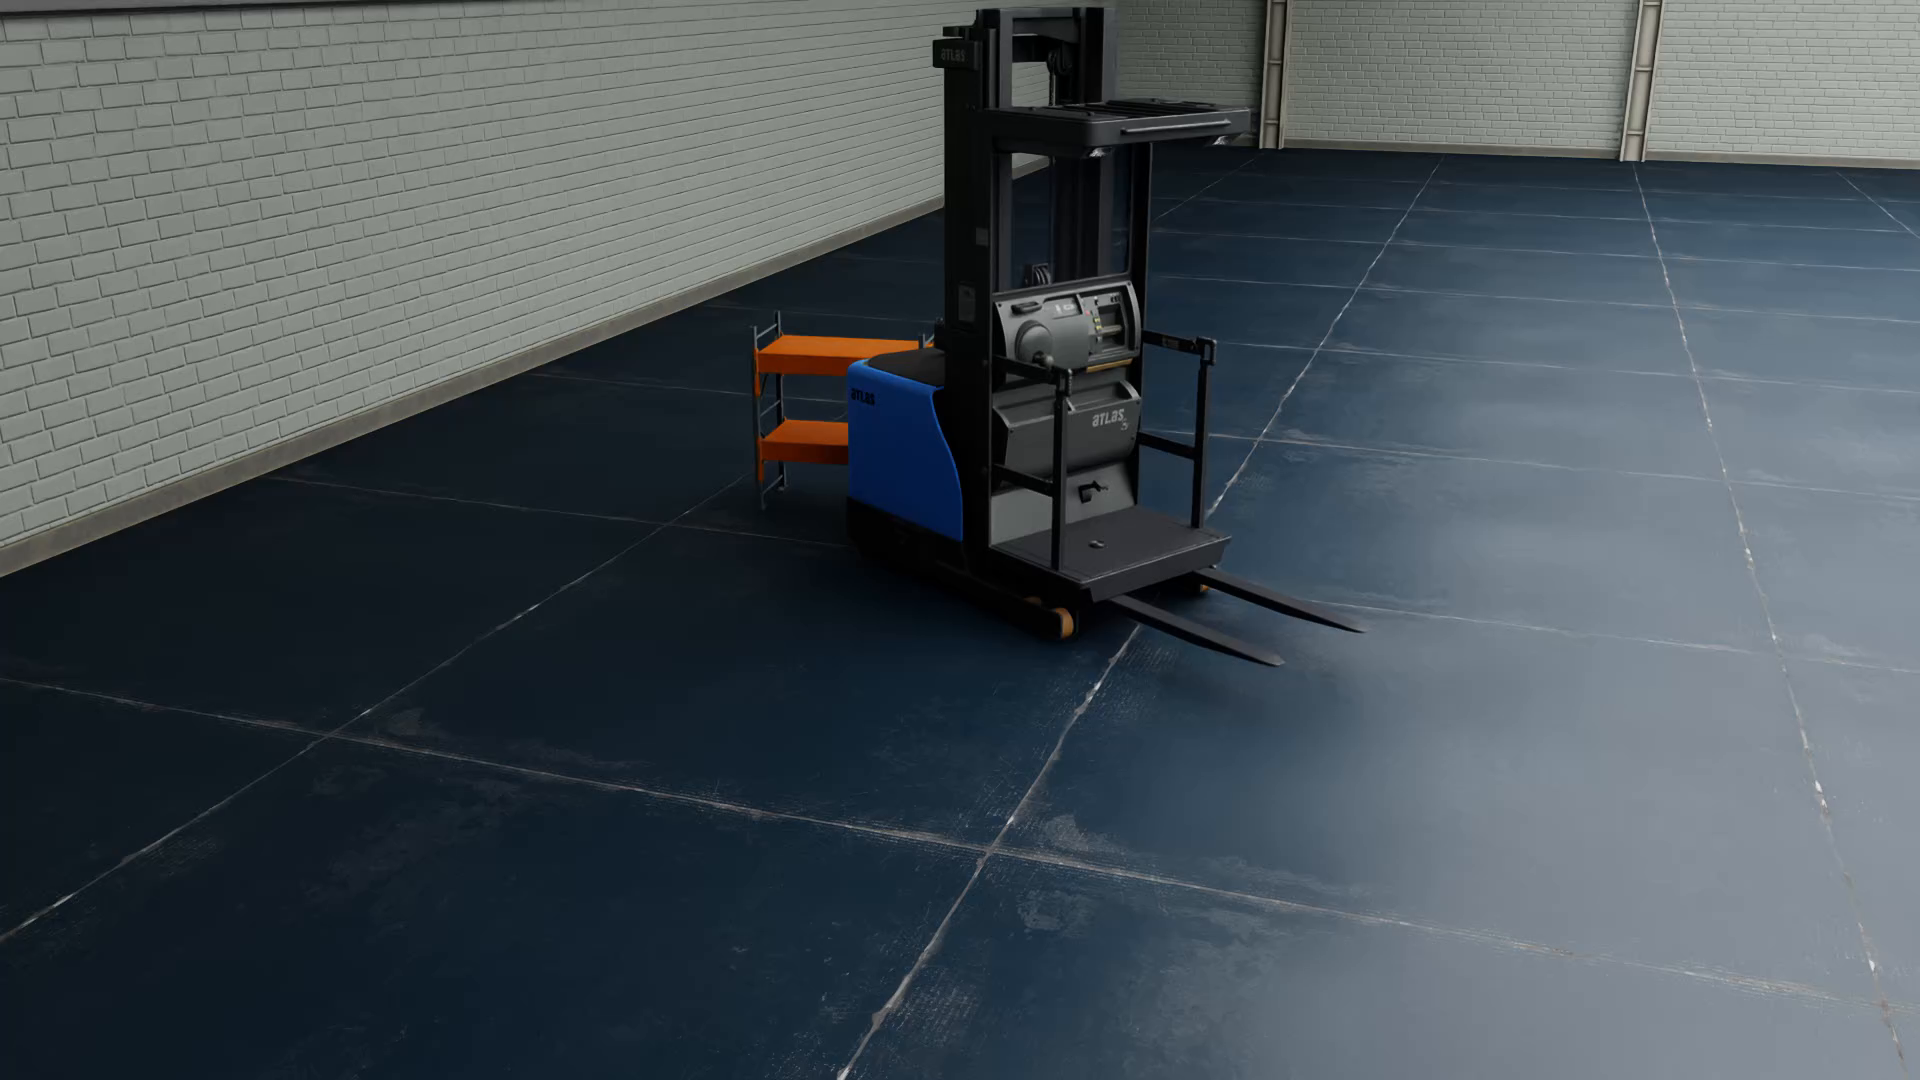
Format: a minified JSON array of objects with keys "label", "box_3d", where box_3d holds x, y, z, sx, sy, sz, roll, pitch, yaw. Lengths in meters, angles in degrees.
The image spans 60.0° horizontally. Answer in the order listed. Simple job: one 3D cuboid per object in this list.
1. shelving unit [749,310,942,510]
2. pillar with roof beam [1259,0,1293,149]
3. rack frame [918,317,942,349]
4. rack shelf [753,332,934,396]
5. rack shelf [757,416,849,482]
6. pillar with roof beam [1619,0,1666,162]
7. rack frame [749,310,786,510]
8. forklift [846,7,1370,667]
[{"label":"shelving unit","box_3d":[-0.671,-0.760,10.049,1.048,1.125,0.538,4,20,11]},{"label":"pillar with roof beam","box_3d":[4.133,-9.899,24.303,0.400,9.000,9.100,7,20,18]},{"label":"rack frame","box_3d":[-0.174,-0.726,9.951,0.032,1.125,0.500,4,20,11]},{"label":"rack shelf","box_3d":[-0.671,-1.037,9.952,1.000,0.278,0.538,4,20,11]},{"label":"rack shelf","box_3d":[-0.671,-0.530,10.129,1.000,0.278,0.538,4,20,11]},{"label":"pillar with roof beam","box_3d":[9.801,-9.251,22.444,0.400,9.000,9.100,7,20,18]},{"label":"rack frame","box_3d":[-1.169,-0.795,10.147,0.032,1.125,0.500,4,20,11]},{"label":"forklift","box_3d":[0.686,-1.074,8.204,1.130,2.935,3.031,-15,24,-37]}]
